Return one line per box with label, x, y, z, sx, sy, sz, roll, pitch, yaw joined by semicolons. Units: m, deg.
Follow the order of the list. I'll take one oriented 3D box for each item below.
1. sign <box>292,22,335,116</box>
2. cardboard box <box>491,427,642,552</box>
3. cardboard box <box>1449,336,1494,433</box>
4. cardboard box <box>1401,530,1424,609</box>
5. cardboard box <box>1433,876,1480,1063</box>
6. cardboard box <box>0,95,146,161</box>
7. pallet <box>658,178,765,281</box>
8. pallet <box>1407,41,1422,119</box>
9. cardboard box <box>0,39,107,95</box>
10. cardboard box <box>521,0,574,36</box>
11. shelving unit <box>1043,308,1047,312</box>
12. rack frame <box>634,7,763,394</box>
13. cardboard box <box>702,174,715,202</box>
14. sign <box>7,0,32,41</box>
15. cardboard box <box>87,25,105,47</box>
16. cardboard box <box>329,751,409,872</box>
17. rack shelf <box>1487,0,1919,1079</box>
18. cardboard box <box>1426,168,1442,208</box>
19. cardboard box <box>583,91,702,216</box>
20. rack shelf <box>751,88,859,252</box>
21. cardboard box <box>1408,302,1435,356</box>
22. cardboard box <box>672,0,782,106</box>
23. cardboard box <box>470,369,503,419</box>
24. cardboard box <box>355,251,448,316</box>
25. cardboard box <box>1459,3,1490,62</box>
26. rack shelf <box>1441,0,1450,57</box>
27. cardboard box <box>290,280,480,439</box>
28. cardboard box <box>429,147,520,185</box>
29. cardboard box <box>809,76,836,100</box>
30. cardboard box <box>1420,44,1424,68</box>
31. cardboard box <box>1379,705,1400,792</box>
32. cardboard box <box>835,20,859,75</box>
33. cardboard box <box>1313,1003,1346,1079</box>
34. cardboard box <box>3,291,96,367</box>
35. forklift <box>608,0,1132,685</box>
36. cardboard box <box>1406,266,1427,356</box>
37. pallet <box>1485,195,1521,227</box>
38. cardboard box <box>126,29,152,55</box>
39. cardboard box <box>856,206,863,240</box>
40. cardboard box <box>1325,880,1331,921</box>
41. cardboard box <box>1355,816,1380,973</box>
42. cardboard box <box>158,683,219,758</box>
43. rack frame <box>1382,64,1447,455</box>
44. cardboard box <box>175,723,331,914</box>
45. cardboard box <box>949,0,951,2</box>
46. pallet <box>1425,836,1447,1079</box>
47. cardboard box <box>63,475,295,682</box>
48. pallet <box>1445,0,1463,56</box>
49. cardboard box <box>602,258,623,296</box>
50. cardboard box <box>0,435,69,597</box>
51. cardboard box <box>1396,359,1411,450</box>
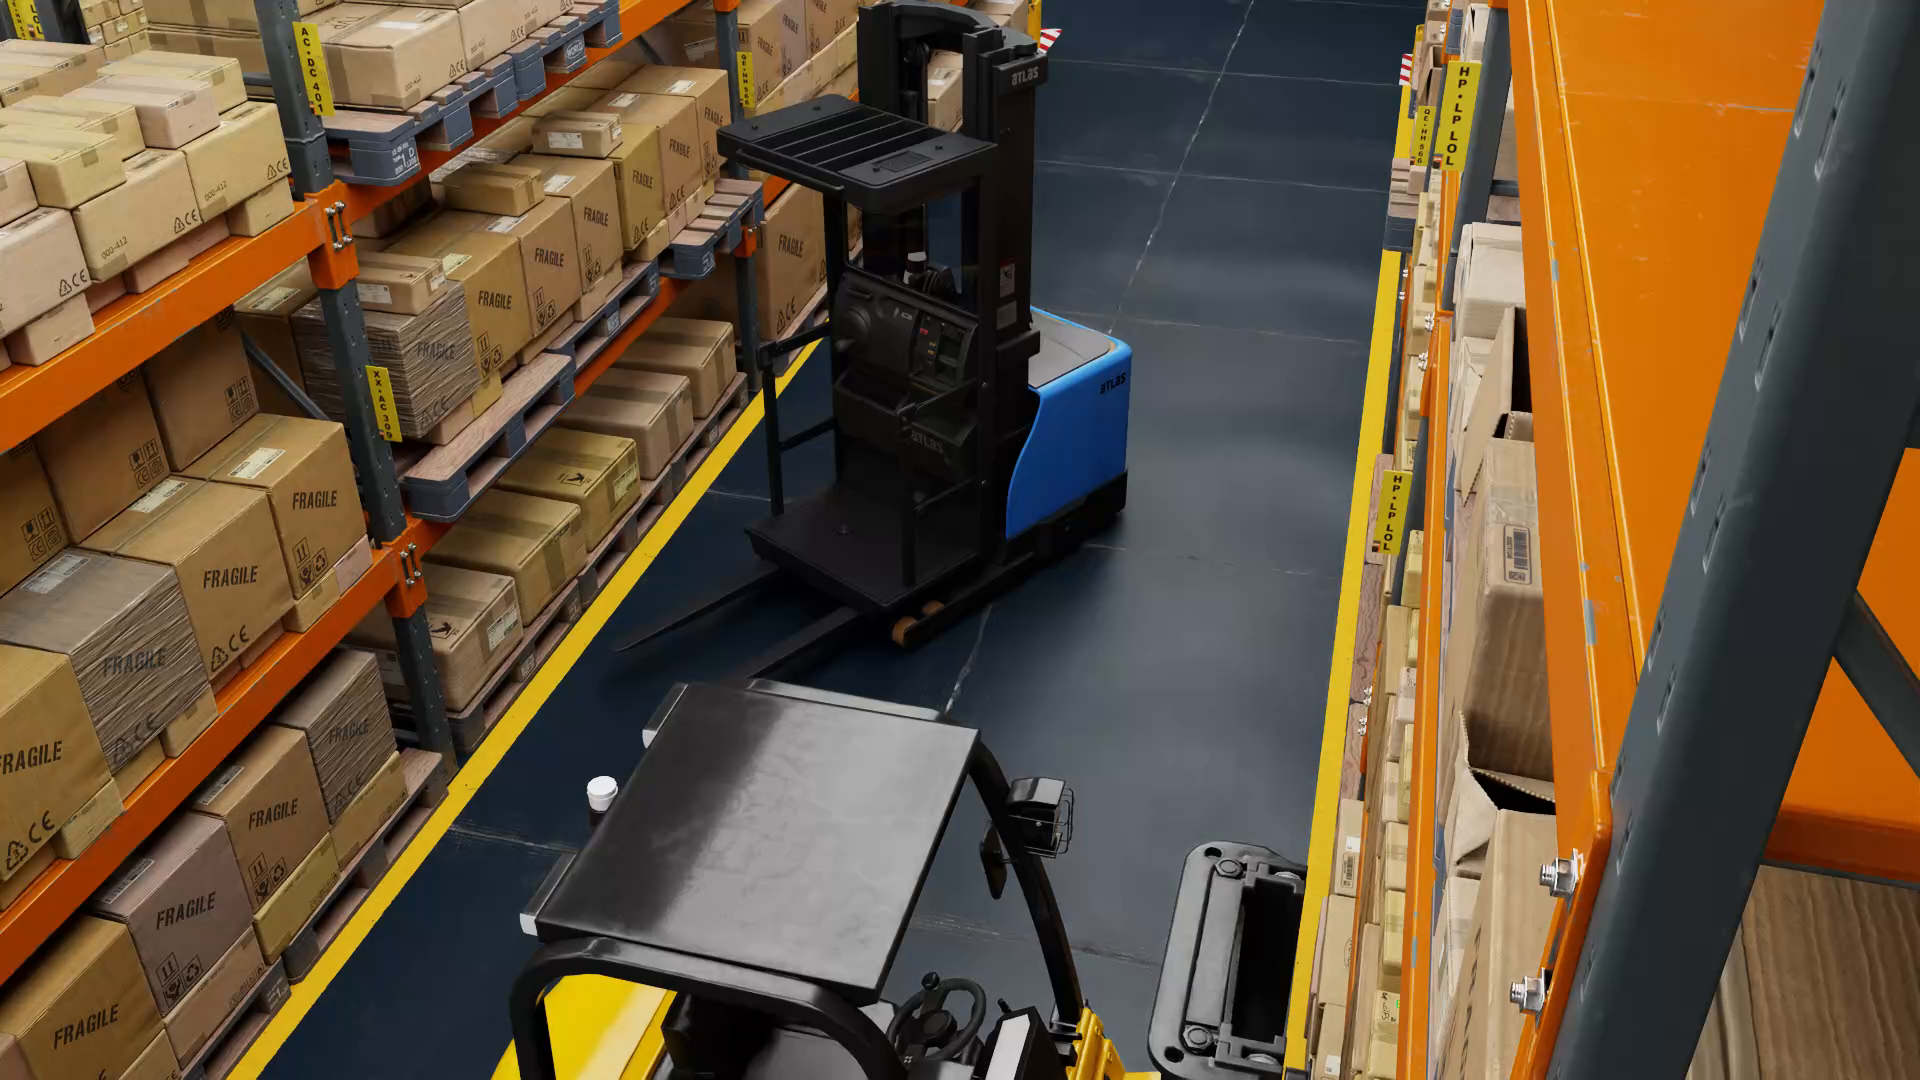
sign;-2.275;-1.654;5.848;0.100;0.325;0.005;8;33;12
cardboard box;-2.317;-0.315;9.078;0.950;0.372;0.625;9;34;14
cardboard box;1.398;-0.355;4.036;0.380;0.149;0.250;9;34;14
cardboard box;1.633;0.117;5.364;0.380;0.149;0.250;9;33;13
cardboard box;0.902;0.659;2.441;0.380;0.149;0.250;7;33;11
cardboard box;-2.815;-1.274;5.223;0.380;0.149;0.250;9;33;14
pallet;-1.864;-1.851;9.614;1.213;0.211;1.003;8;33;12
pallet;3.722;-3.237;11.794;1.003;0.211;1.213;8;33;12
cardboard box;-3.197;-1.617;5.763;0.380;0.149;0.250;7;33;12
cardboard box;-2.032;-2.396;7.245;0.500;0.250;0.500;8;33;12
shelving unit;0.346;-0.962;9.985;0.258;0.900;0.210;17;33;24
rack frame;-1.787;-2.316;10.167;1.000;3.000;0.127;8;33;12
cardboard box;-1.640;-2.036;9.569;0.380;0.149;0.250;9;33;13
sign;-6.063;-3.352;10.717;0.100;0.325;0.005;8;33;12
cardboard box;-6.217;-3.499;11.593;0.380;0.149;0.250;10;34;15
cardboard box;-2.692;1.086;6.986;0.500;0.250;0.500;10;34;15
rack shelf;1.493;-0.588;2.900;1.077;0.370;4.000;8;33;12
cardboard box;2.650;-1.833;8.709;0.380;0.149;0.250;9;34;14
cardboard box;-1.754;-2.117;9.092;0.500;0.500;0.500;7;33;12
rack shelf;-1.279;-3.050;11.992;1.077;0.370;4.000;8;33;12
cardboard box;2.160;-0.905;7.249;0.380;0.149;0.250;7;33;11
cardboard box;-1.425;-3.003;10.222;0.500;0.500;0.500;7;33;11
cardboard box;-2.284;-0.683;7.442;0.380;0.149;0.250;9;33;13
cardboard box;-2.340;-1.055;6.816;0.380;0.149;0.250;8;33;12
cardboard box;2.143;-1.821;6.191;0.500;0.311;0.500;7;33;11
rack shelf;3.523;-3.642;10.128;1.077;0.370;4.000;8;33;12
cardboard box;-2.405;-0.789;7.004;0.500;0.500;0.500;9;33;14
cardboard box;-2.513;-1.652;8.361;0.500;0.500;0.500;7;33;11
cardboard box;-1.167;-3.013;11.402;0.500;0.250;0.500;9;34;14
cardboard box;3.307;-3.169;11.243;0.396;0.266;0.258;10;34;15
cardboard box;1.427;0.639;4.821;0.380;0.149;0.250;9;33;13
cardboard box;-1.007;-3.479;11.671;0.500;0.250;0.500;9;33;13
cardboard box;1.319;1.727;5.047;0.500;0.250;0.500;9;34;14
cardboard box;-2.862;-0.663;5.004;0.380;0.149;0.250;9;34;14
forklift;-0.431;-0.993;8.150;1.130;2.935;3.031;27;41;35
cardboard box;2.388;-1.064;7.871;0.500;0.250;0.500;7;33;11
pallet;2.212;-1.211;5.811;0.805;0.209;1.217;7;33;10
cardboard box;-6.088;-3.633;12.081;0.380;0.149;0.250;10;34;15
cardboard box;-1.073;-2.870;12.627;0.875;0.875;0.875;9;34;14
cardboard box;1.579;1.415;6.004;0.500;0.250;0.500;8;33;12
cardboard box;1.392;1.122;4.666;0.500;0.500;0.500;8;33;12
cardboard box;-2.843;0.602;5.811;0.380;0.149;0.250;8;33;12
rack frame;3.015;-1.642;9.107;1.000;3.000;0.127;8;33;12
cardboard box;-2.820;1.034;6.369;0.500;0.500;0.500;9;33;13
cardboard box;-0.268;-4.902;14.142;0.500;0.500;0.500;8;33;13
pallet;1.190;0.918;2.367;1.003;0.211;1.213;8;33;12
cardboard box;-2.798;0.125;5.957;0.500;0.500;0.500;9;34;14
pallet;2.930;-2.464;7.780;1.213;0.211;1.003;10;34;15
cardboard box;-1.959;-1.370;8.522;0.380;0.149;0.250;7;33;11
cardboard box;-3.428;-0.112;5.398;0.700;0.500;0.500;7;33;11
cardboard box;2.277;-0.584;7.583;0.500;0.250;0.500;9;34;14
